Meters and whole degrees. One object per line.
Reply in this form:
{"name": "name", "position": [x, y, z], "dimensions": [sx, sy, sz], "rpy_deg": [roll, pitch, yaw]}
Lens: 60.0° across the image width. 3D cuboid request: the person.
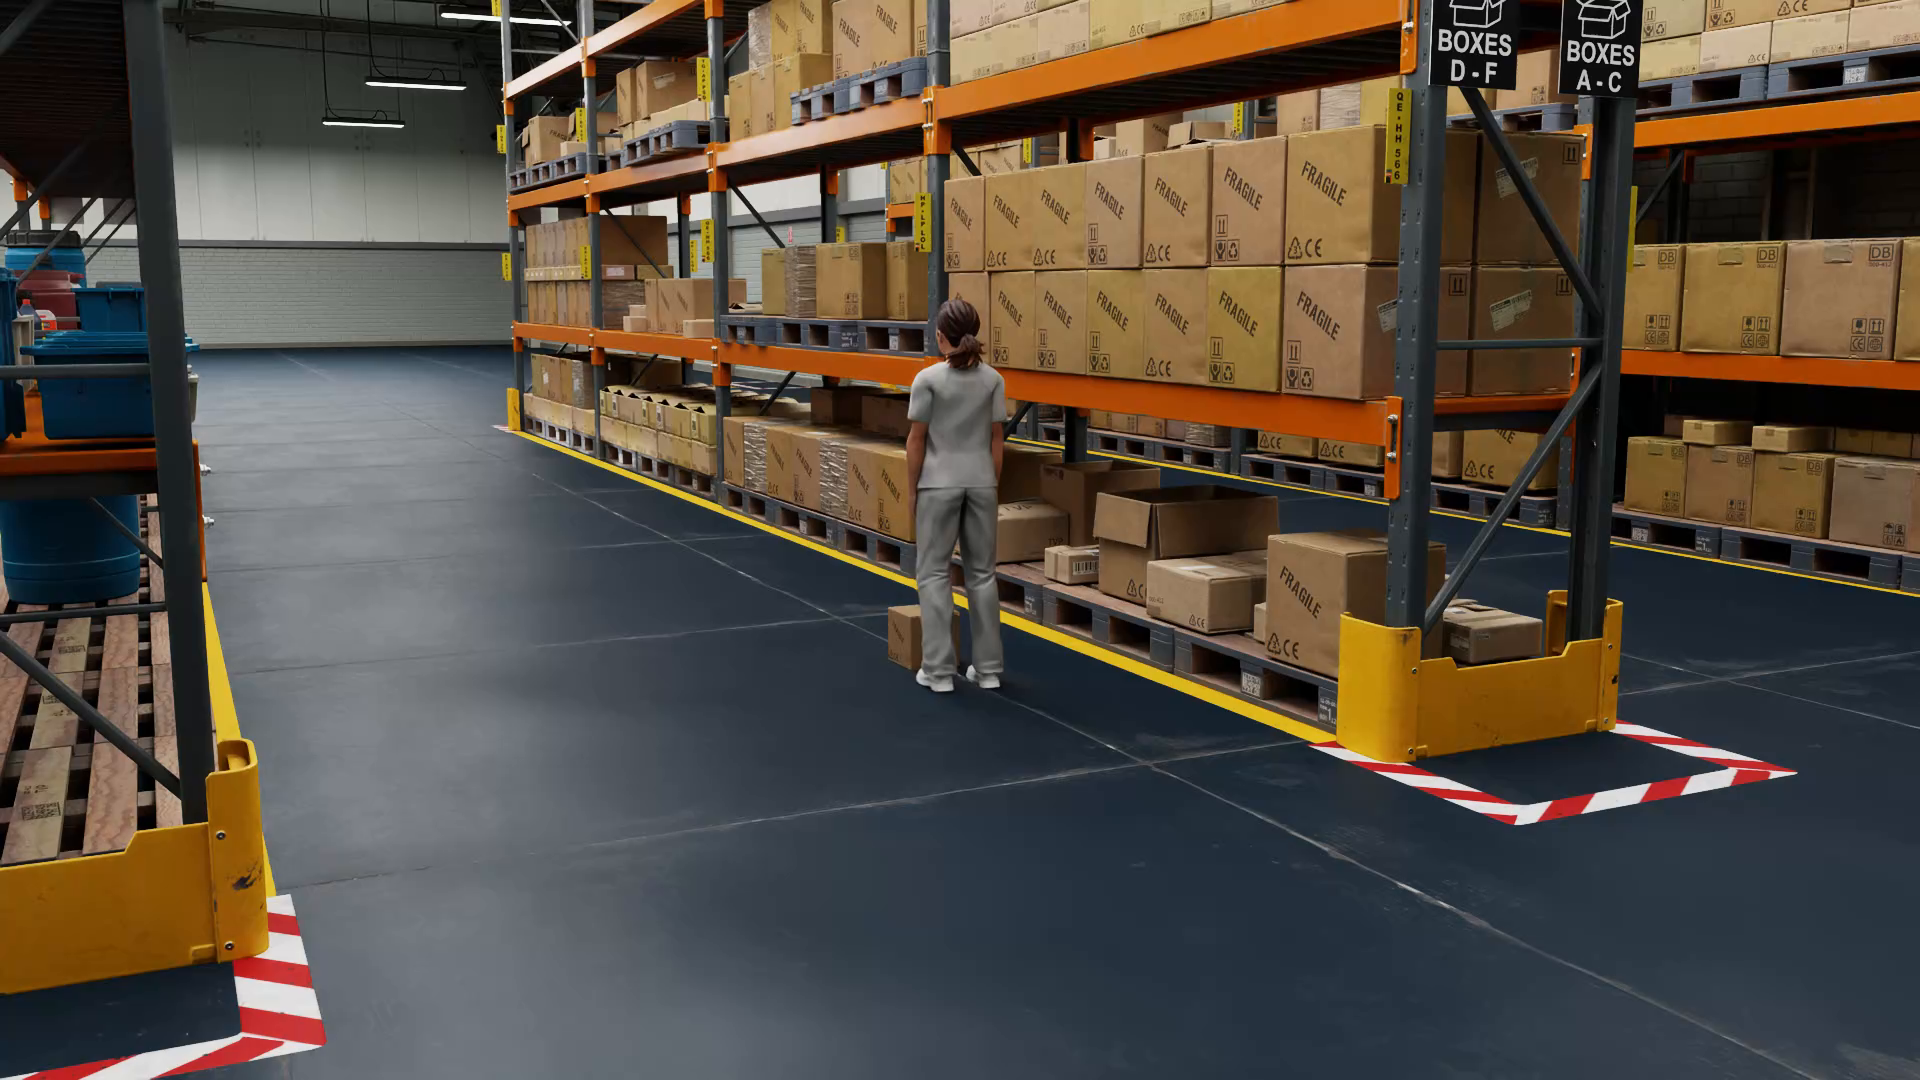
{"name": "person", "position": [-0.015, -0.186, 7.106], "dimensions": [0.437, 1.670, 0.361], "rpy_deg": [-3, 9, -17]}
